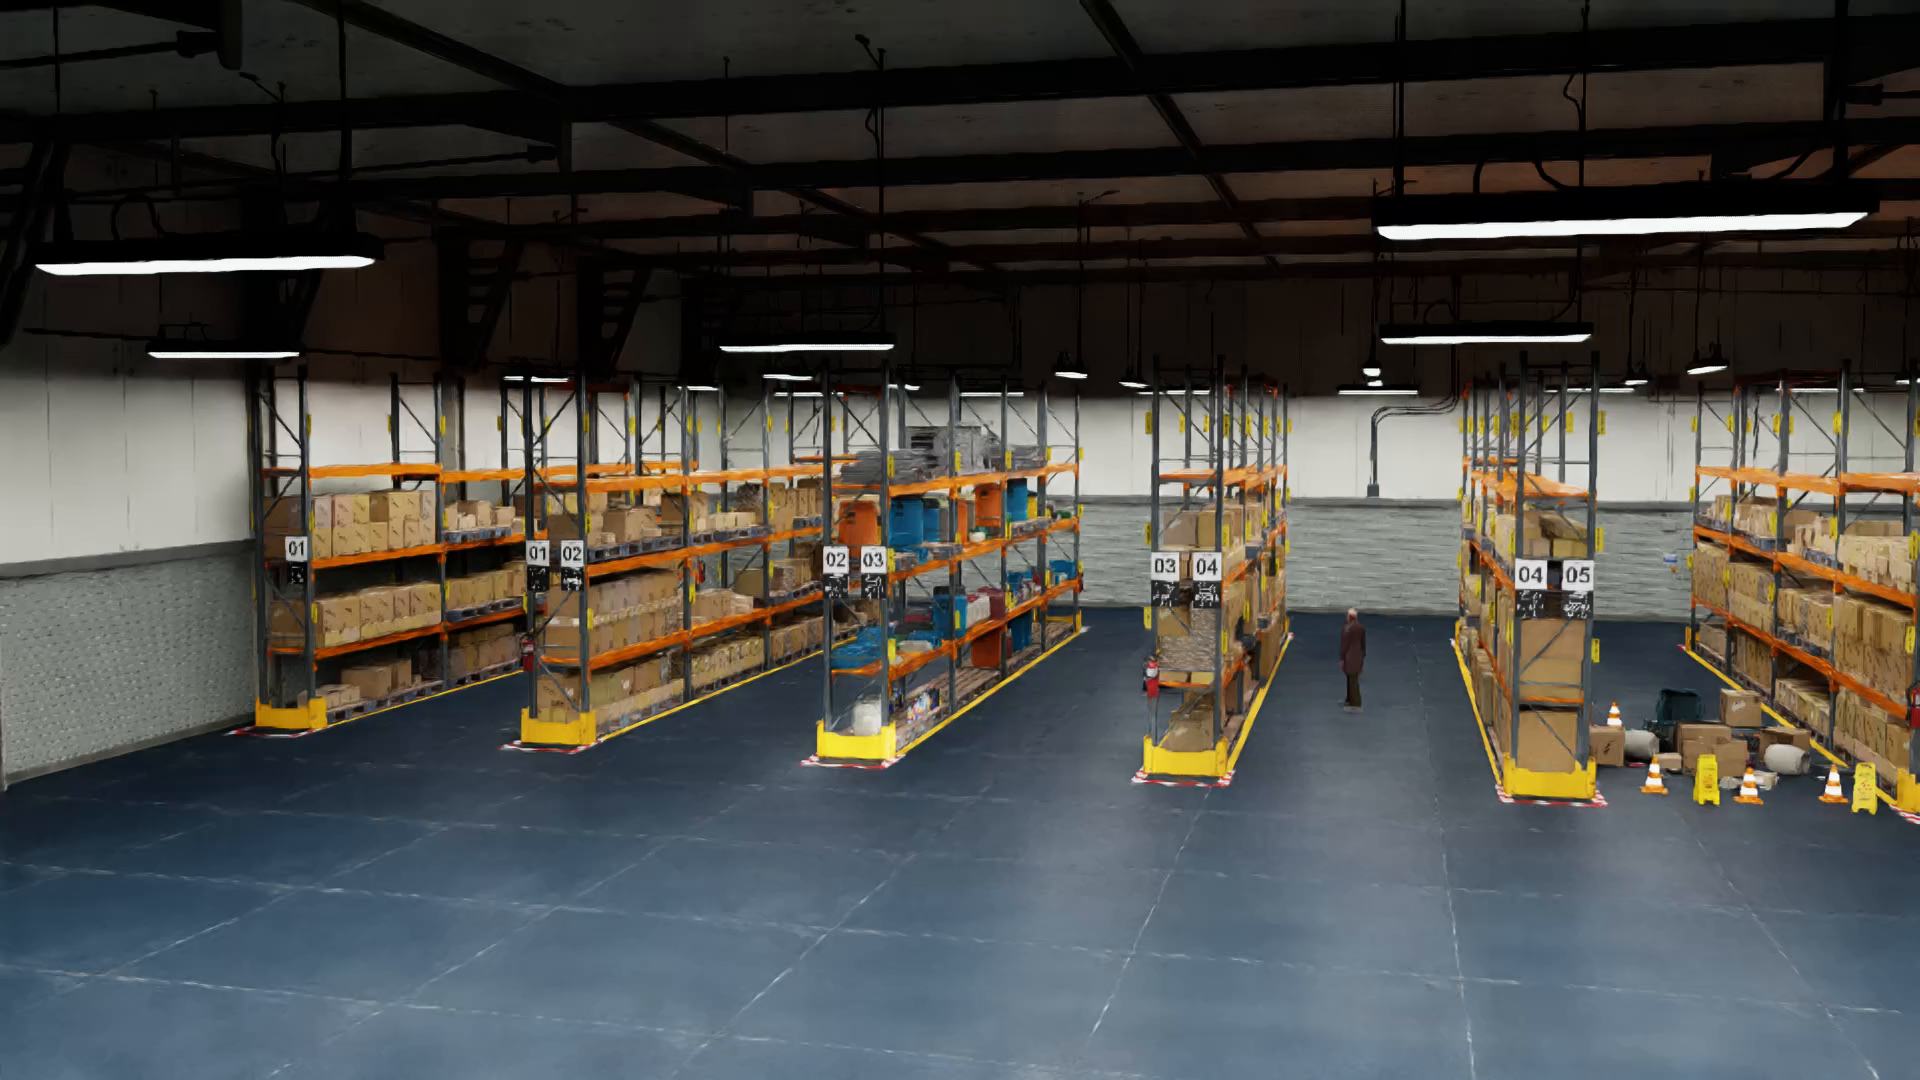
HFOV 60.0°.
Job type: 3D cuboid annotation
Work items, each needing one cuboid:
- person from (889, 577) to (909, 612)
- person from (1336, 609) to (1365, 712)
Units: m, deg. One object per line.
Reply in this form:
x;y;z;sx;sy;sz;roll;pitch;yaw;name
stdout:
-1.654;1.089;44.201;0.667;1.713;0.784;0;4;-7;person
6.839;2.089;29.162;0.637;1.767;0.676;4;5;43;person
